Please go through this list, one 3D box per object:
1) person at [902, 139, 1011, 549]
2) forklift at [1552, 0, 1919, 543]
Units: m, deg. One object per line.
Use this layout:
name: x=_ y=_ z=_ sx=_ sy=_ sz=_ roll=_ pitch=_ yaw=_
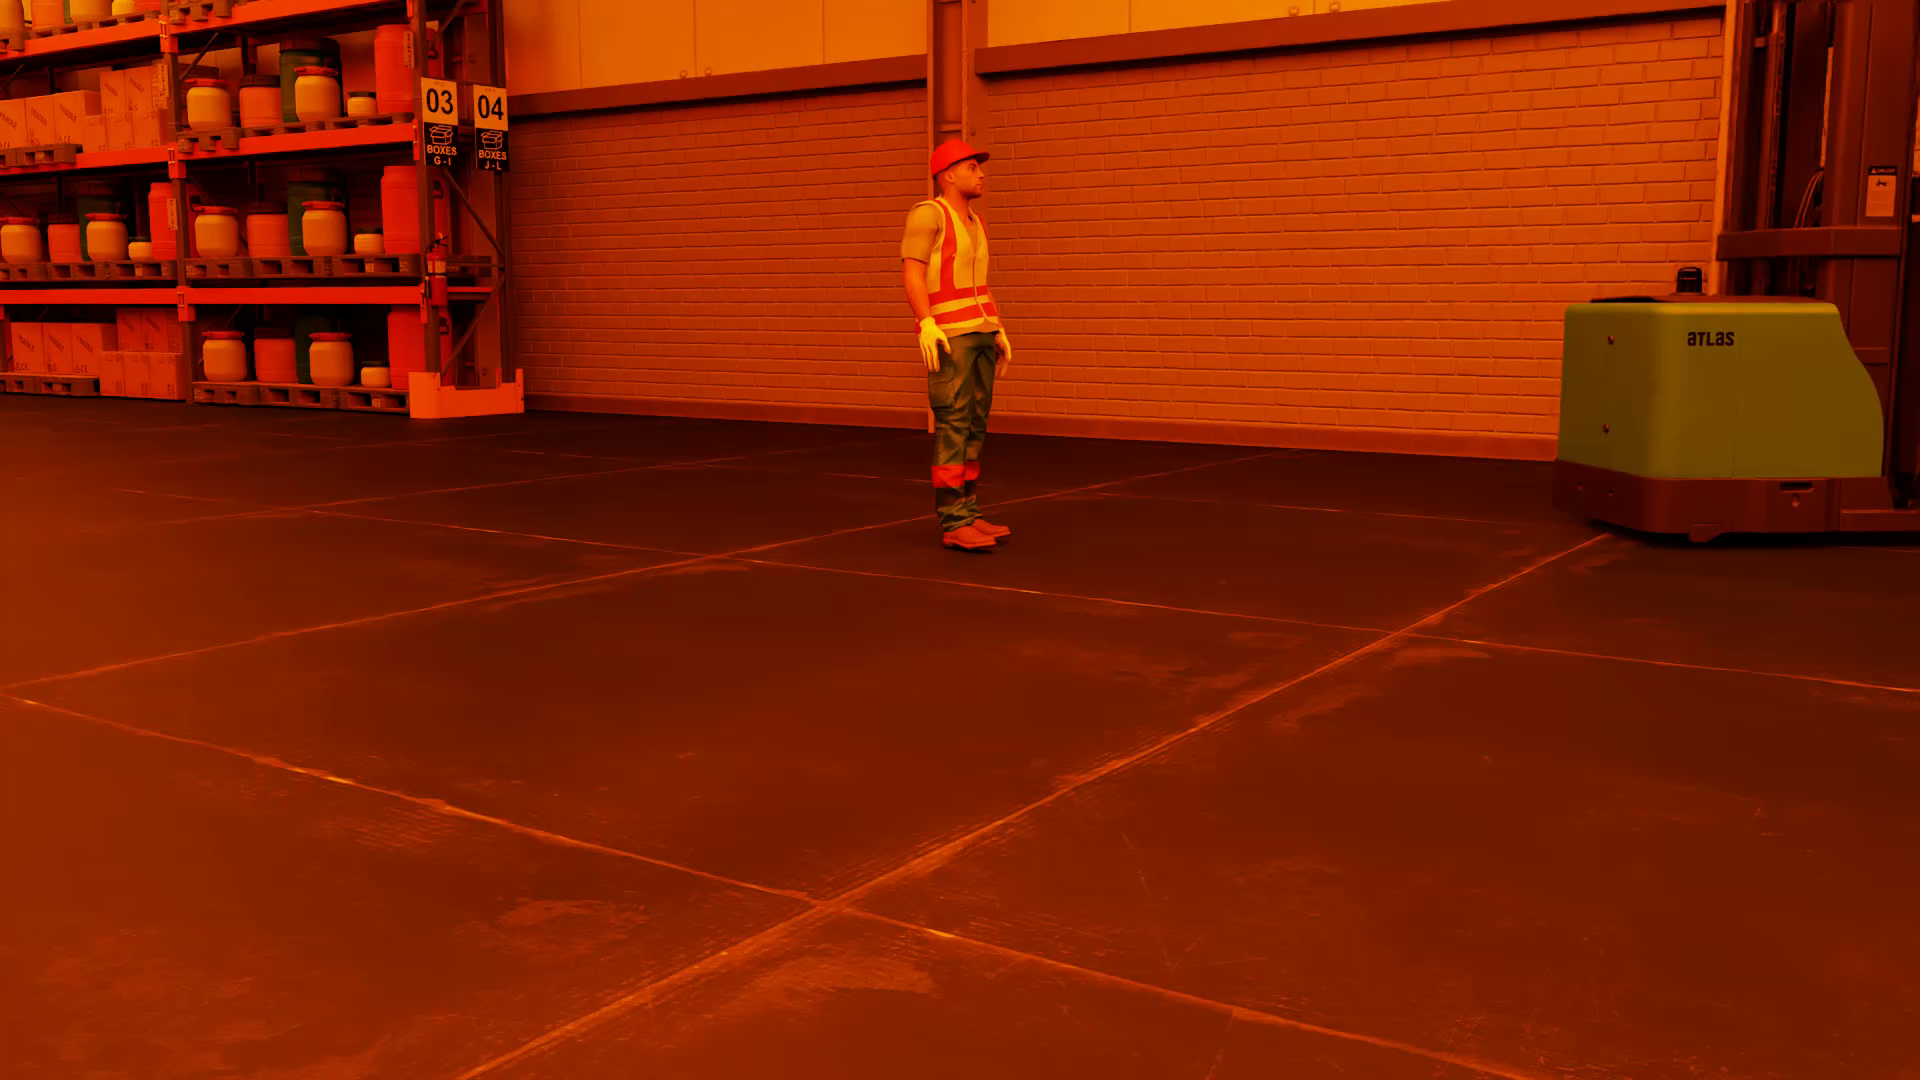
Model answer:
person: x=0.059 y=-0.885 z=7.422 sx=0.564 sy=1.787 sz=0.637 roll=5 pitch=10 yaw=34
forklift: x=4.479 y=-1.500 z=7.742 sx=3.031 sy=2.935 sz=1.130 roll=-1 pitch=8 yaw=-5
